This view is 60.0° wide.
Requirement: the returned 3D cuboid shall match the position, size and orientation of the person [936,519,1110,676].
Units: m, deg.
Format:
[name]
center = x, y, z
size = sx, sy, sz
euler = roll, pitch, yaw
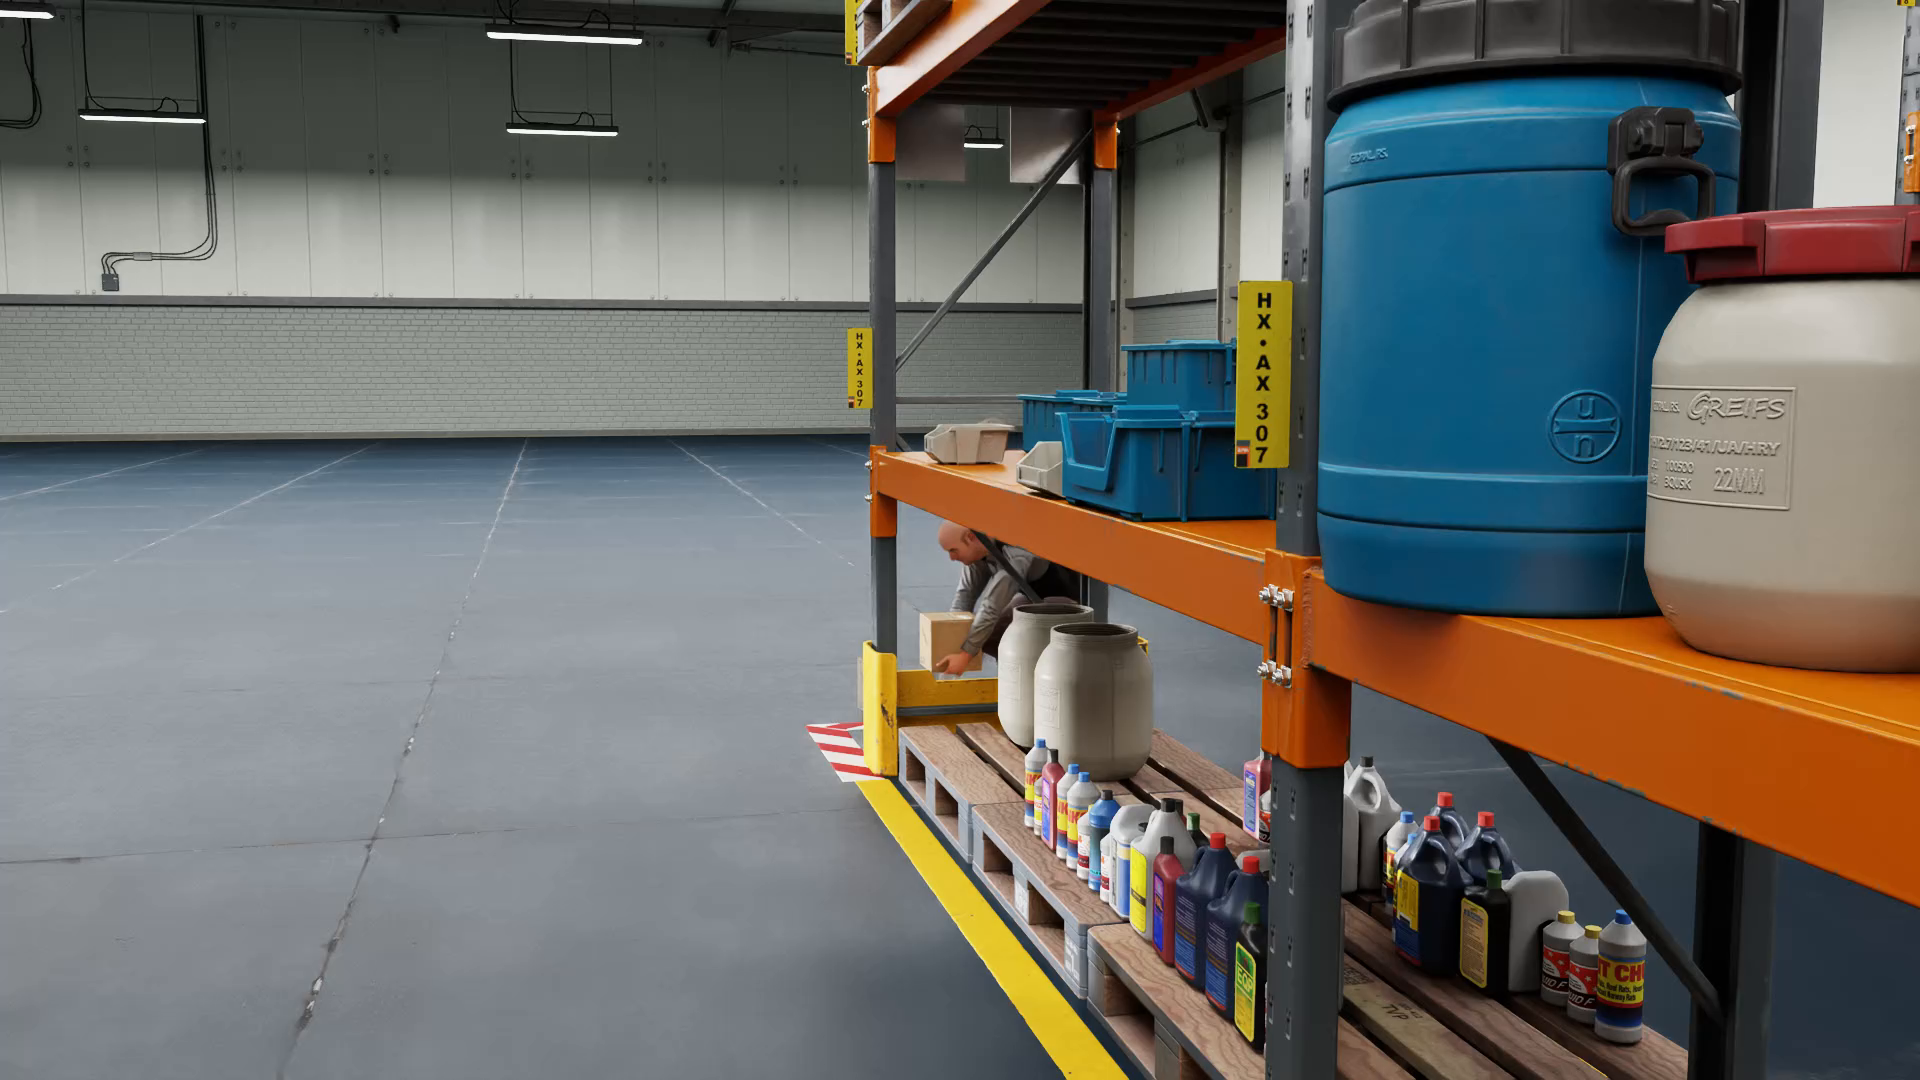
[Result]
[person]
center = 0.275, 0.331, 8.106
size = 0.916, 0.959, 0.506
euler = -2, 7, -22
